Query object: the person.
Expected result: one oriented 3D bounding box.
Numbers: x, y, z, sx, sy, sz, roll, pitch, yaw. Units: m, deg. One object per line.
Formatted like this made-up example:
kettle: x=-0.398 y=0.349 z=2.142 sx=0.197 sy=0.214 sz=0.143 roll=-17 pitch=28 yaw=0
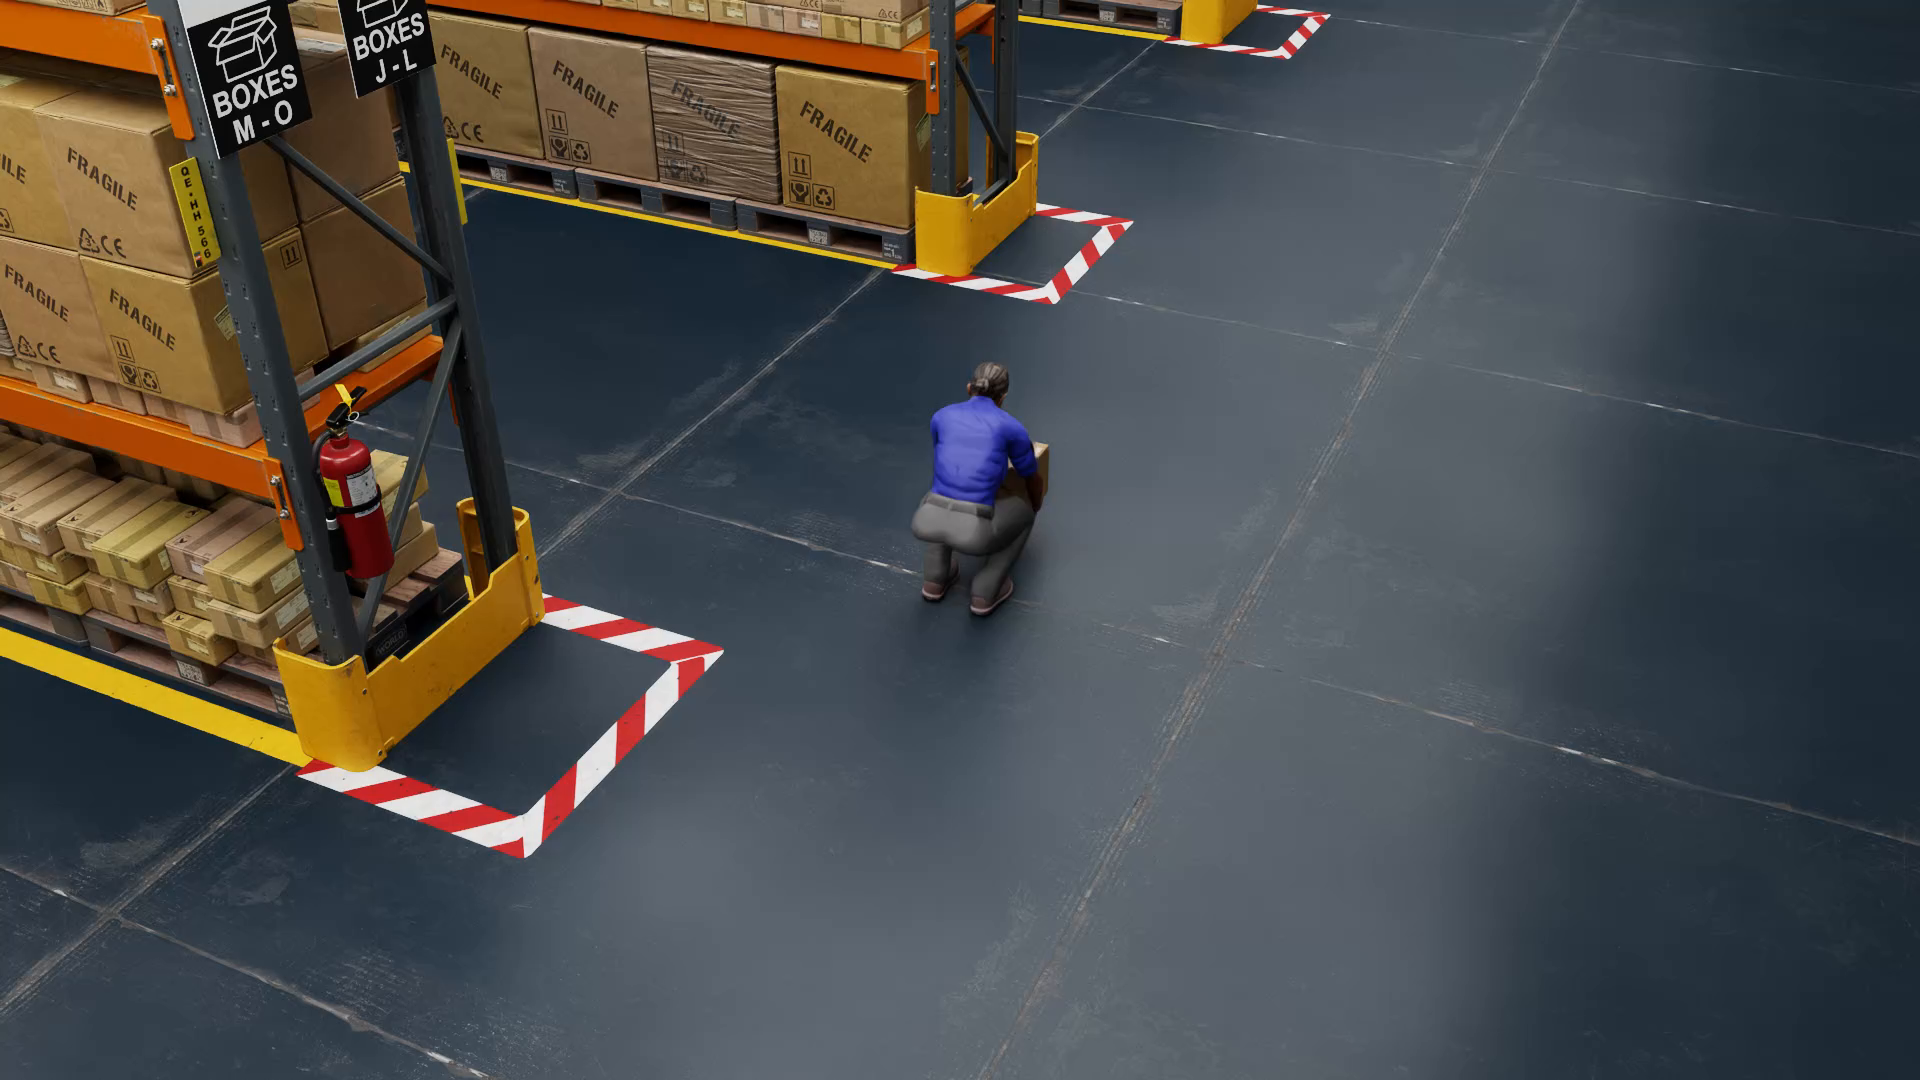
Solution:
person: x=0.070 y=-0.226 z=7.145 sx=0.483 sy=0.929 sz=0.823 roll=14 pitch=36 yaw=20
